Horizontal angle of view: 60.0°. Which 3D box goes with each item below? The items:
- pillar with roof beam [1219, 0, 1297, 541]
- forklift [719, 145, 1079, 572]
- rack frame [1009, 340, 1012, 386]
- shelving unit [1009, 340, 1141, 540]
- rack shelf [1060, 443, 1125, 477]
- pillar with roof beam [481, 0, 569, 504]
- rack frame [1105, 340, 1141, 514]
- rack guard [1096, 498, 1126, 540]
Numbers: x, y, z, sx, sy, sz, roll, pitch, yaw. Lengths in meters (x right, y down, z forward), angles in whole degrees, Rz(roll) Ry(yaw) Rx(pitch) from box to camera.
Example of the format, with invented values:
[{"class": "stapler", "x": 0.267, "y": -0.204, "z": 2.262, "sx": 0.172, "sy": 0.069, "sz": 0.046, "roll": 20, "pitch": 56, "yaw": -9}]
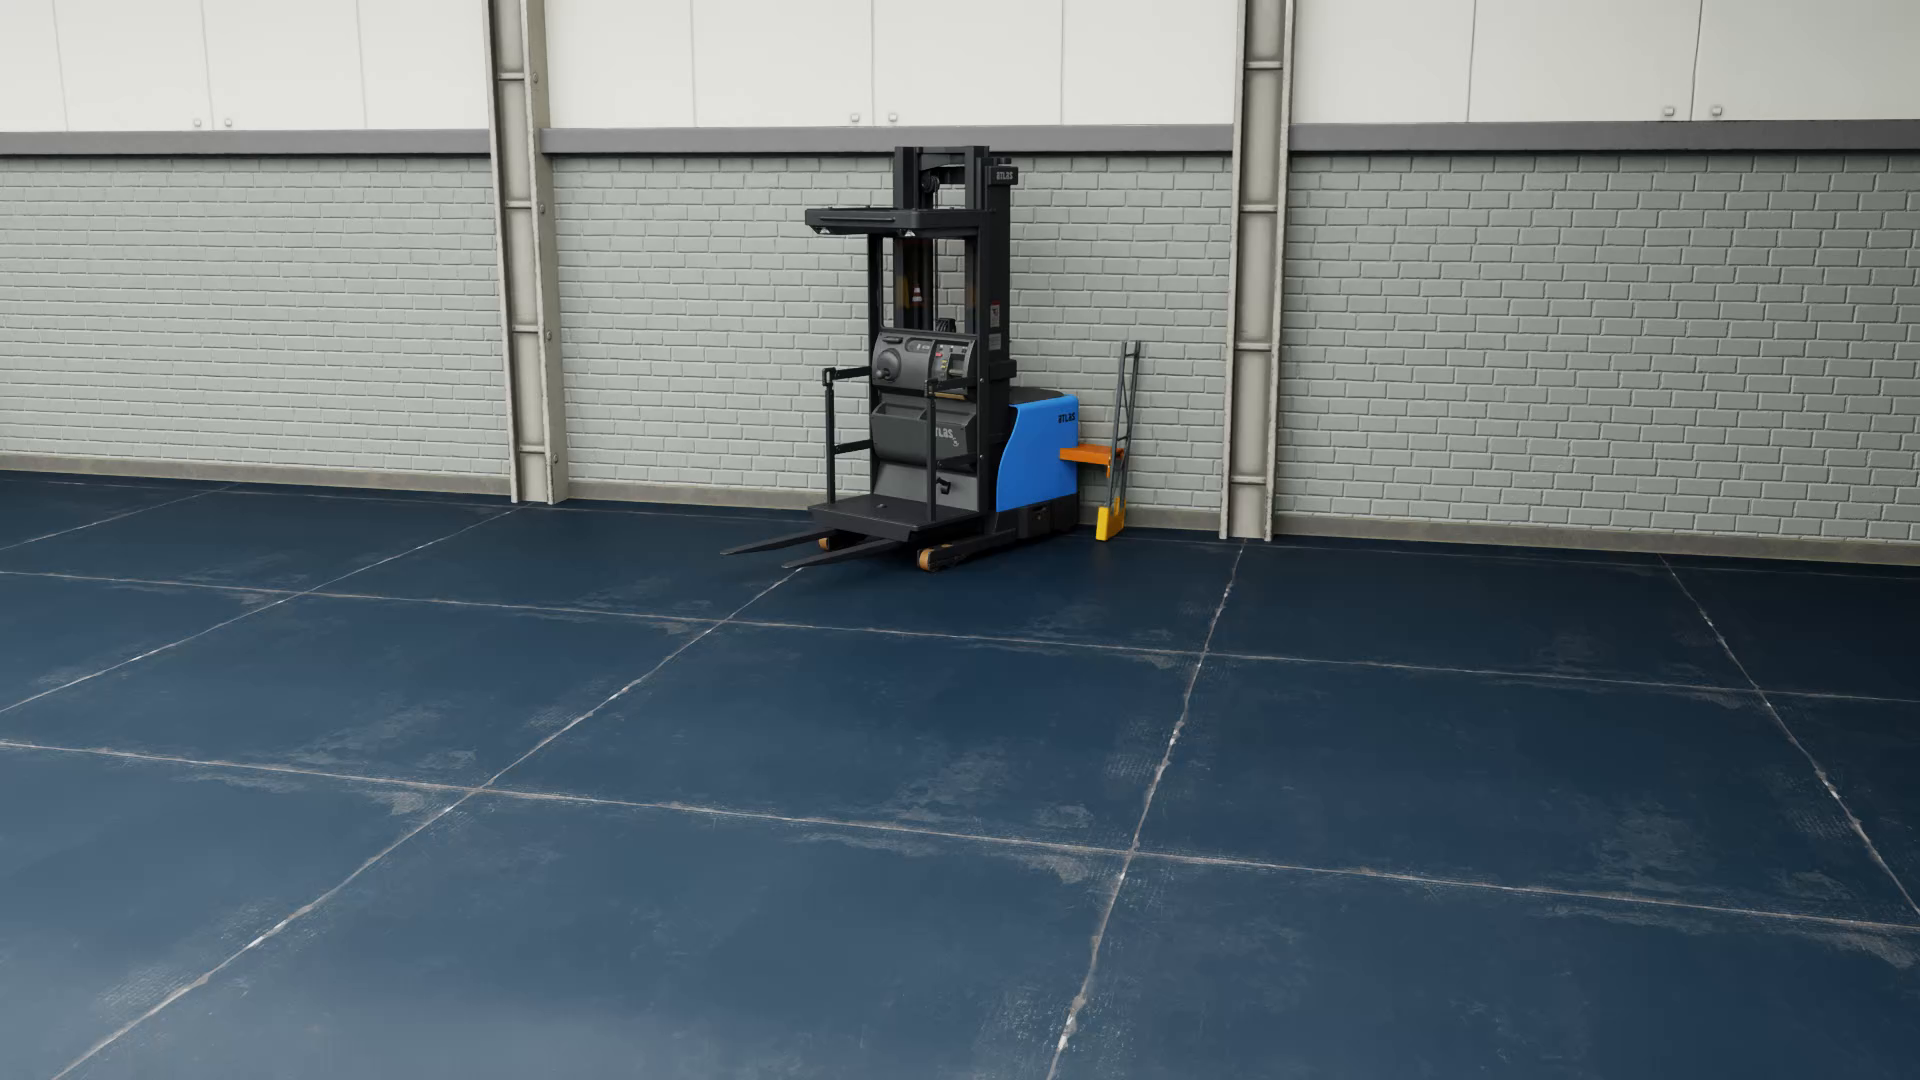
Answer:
[{"class": "pillar with roof beam", "x": 1.191, "y": -3.521, "z": 7.830, "sx": 0.400, "sy": 9.000, "sz": 9.100, "roll": 3, "pitch": 13, "yaw": 14}, {"class": "forklift", "x": -0.405, "y": -1.328, "z": 11.952, "sx": 1.130, "sy": 2.935, "sz": 3.031, "roll": 10, "pitch": 16, "yaw": 39}, {"class": "rack frame", "x": 0.286, "y": -0.914, "z": 13.092, "sx": 0.032, "sy": 1.500, "sz": 0.500, "roll": 8, "pitch": 11, "yaw": 18}, {"class": "shelving unit", "x": 0.756, "y": -0.846, "z": 12.937, "sx": 1.083, "sy": 1.500, "sz": 0.587, "roll": 8, "pitch": 11, "yaw": 18}, {"class": "rack shelf", "x": 0.750, "y": -0.669, "z": 12.967, "sx": 1.000, "sy": 0.185, "sz": 0.538, "roll": 8, "pitch": 11, "yaw": 18}, {"class": "pillar with roof beam", "x": -4.634, "y": -3.833, "z": 9.233, "sx": 0.400, "sy": 9.000, "sz": 9.100, "roll": 3, "pitch": 13, "yaw": 14}, {"class": "rack frame", "x": 1.242, "y": -0.776, "z": 12.777, "sx": 0.032, "sy": 1.500, "sz": 0.500, "roll": 8, "pitch": 11, "yaw": 18}, {"class": "rack guard", "x": 1.174, "y": -0.167, "z": 12.896, "sx": 0.087, "sy": 0.250, "sz": 0.587, "roll": 8, "pitch": 11, "yaw": 18}]
